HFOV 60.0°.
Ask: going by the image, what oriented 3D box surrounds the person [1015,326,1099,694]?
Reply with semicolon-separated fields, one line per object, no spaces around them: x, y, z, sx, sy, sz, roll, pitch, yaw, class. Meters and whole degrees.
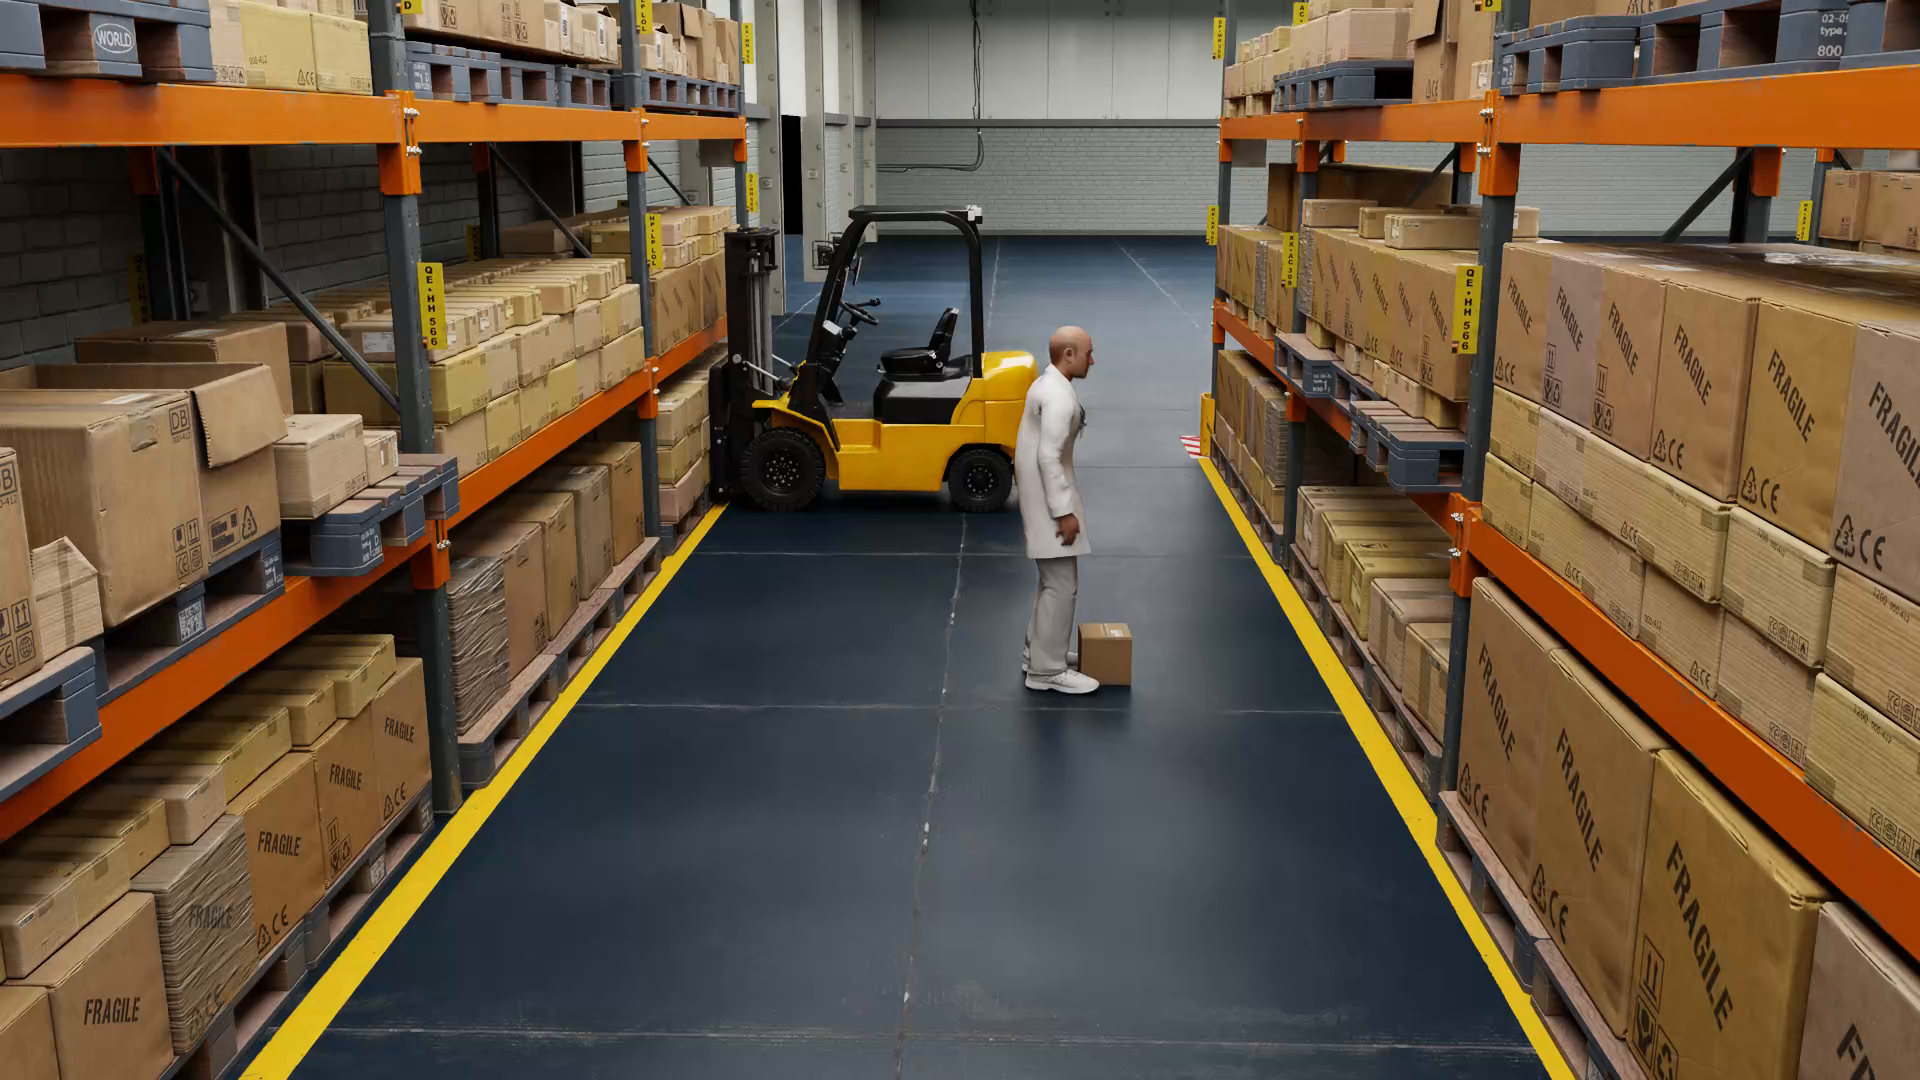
0.479;-0.167;8.216;0.416;1.774;0.651;0;14;1;person
